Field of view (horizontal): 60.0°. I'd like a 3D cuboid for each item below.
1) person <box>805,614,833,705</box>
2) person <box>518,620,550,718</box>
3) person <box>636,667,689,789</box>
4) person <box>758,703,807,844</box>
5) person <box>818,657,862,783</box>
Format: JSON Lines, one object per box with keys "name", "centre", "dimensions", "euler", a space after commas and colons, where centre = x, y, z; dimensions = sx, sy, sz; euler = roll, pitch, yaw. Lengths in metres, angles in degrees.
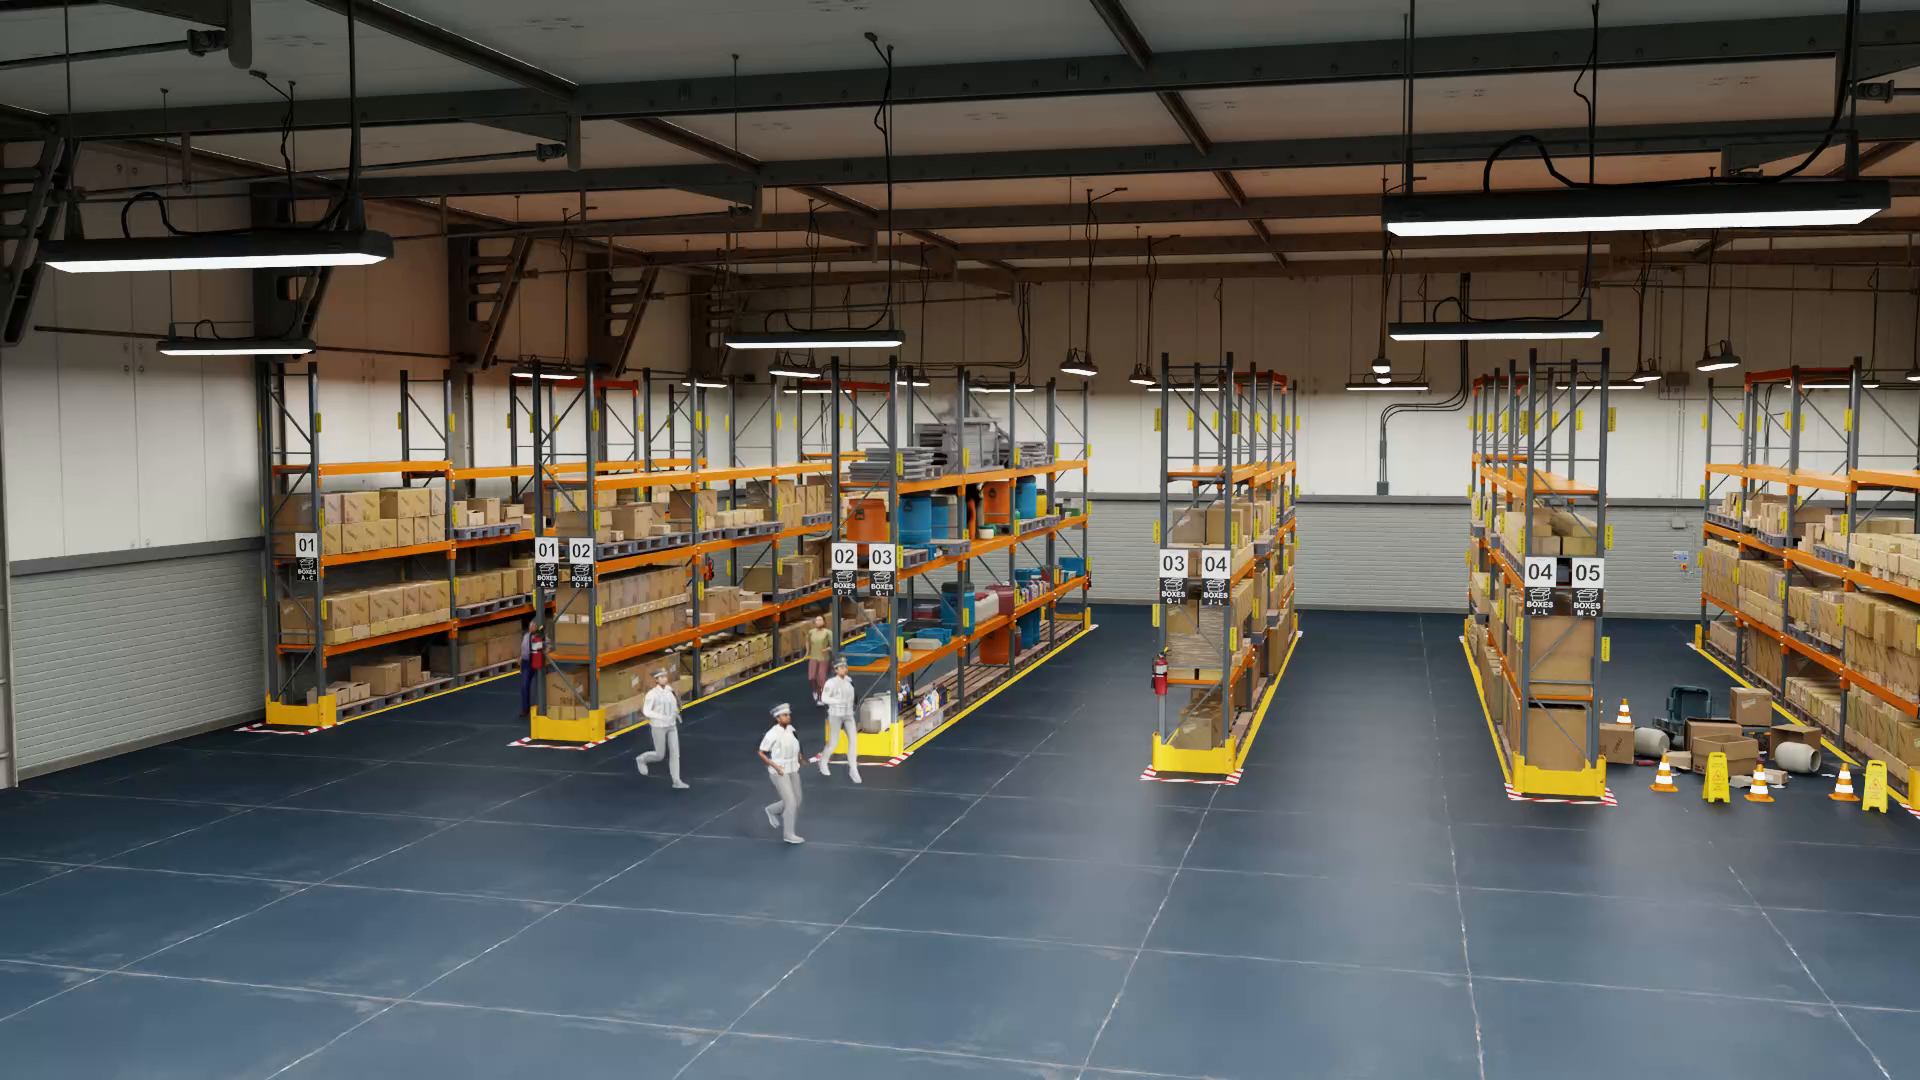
{"name": "person", "centre": [-2.490, 2.122, 29.350], "dimensions": [0.580, 1.624, 0.533], "euler": [0, 4, 7]}
{"name": "person", "centre": [-7.291, 2.173, 28.476], "dimensions": [0.614, 1.624, 0.918], "euler": [1, 4, 10]}
{"name": "person", "centre": [-4.051, 2.559, 22.825], "dimensions": [0.949, 1.656, 0.630], "euler": [3, 5, 40]}
{"name": "person", "centre": [-2.133, 2.771, 19.920], "dimensions": [0.681, 1.654, 0.581], "euler": [3, 5, 39]}
{"name": "person", "centre": [-1.681, 2.504, 23.346], "dimensions": [0.616, 1.734, 0.810], "euler": [-3, 5, -38]}
